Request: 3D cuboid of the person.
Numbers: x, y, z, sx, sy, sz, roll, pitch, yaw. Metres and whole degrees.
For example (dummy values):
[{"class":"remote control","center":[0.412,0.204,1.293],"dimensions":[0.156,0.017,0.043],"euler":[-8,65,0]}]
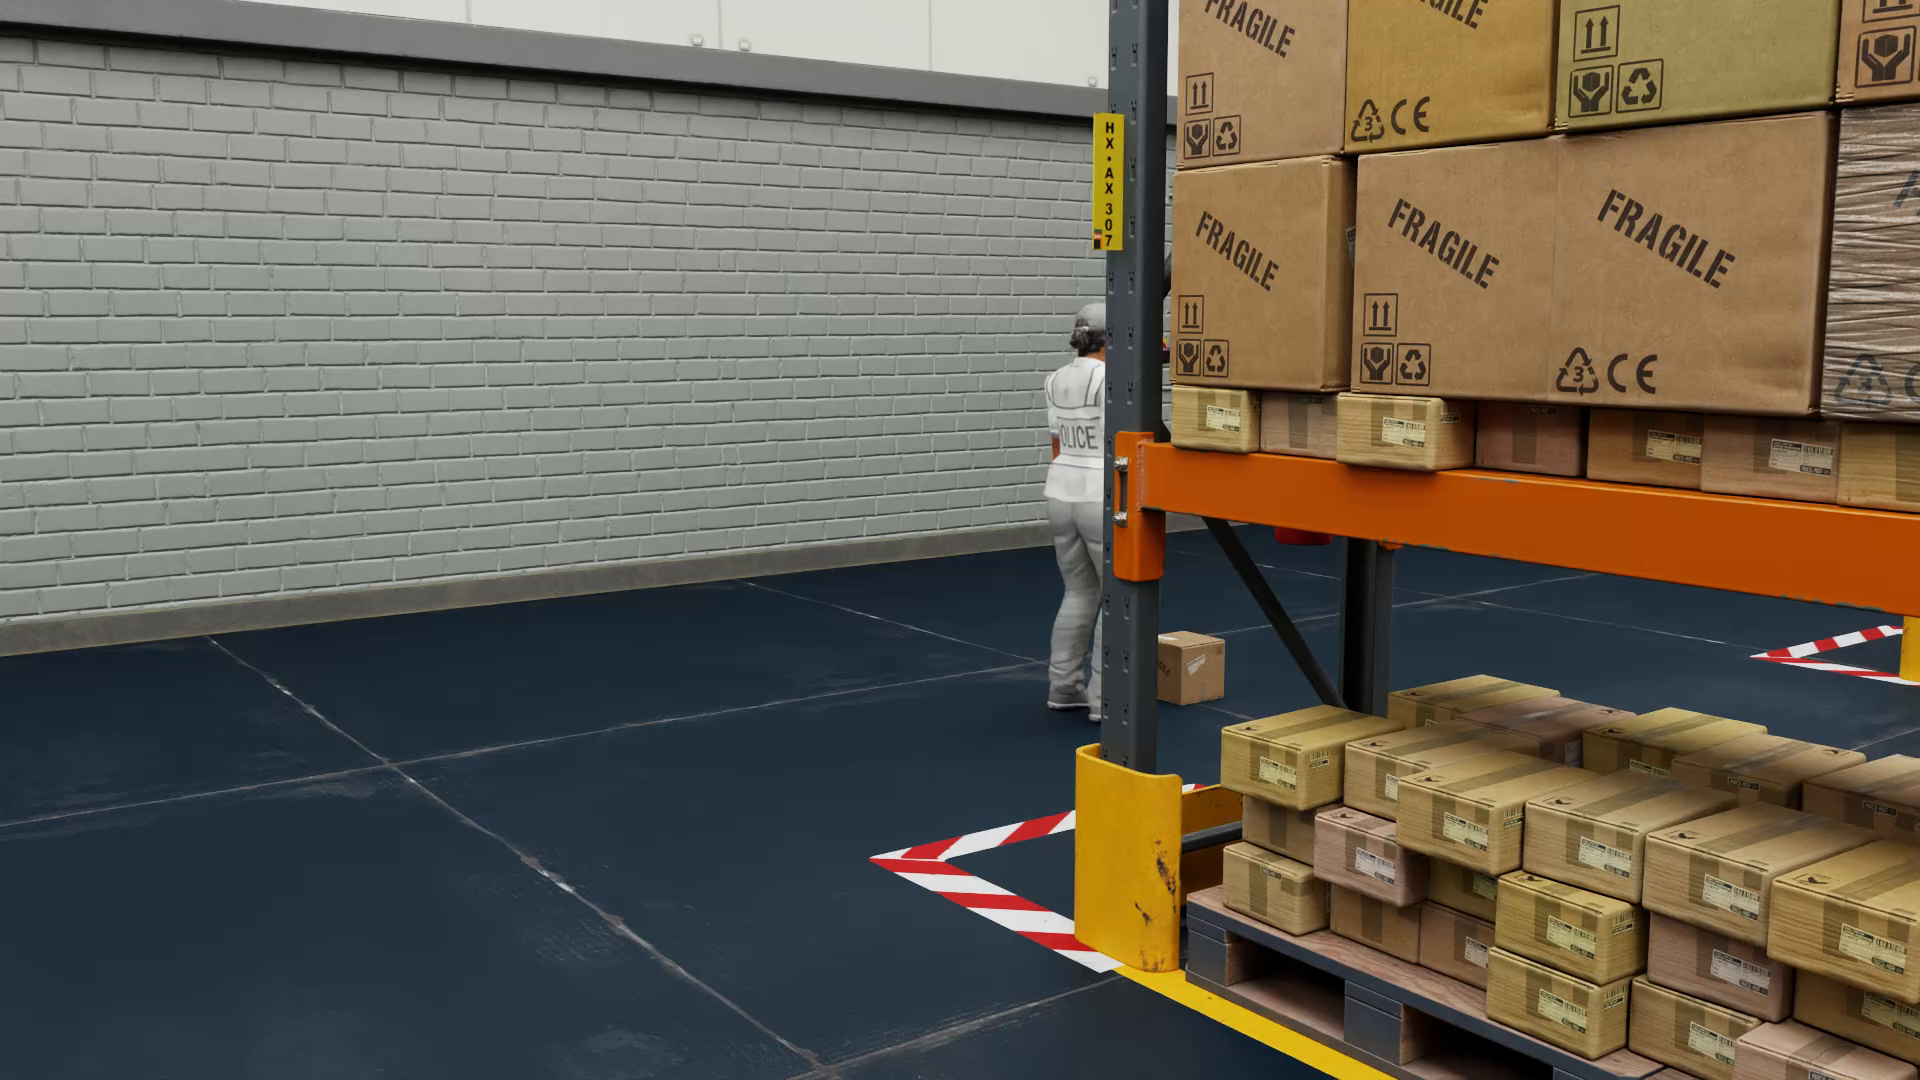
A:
[{"class":"person","center":[0.551,-0.115,6.686],"dimensions":[0.390,1.664,0.469],"euler":[-5,10,-35]}]
